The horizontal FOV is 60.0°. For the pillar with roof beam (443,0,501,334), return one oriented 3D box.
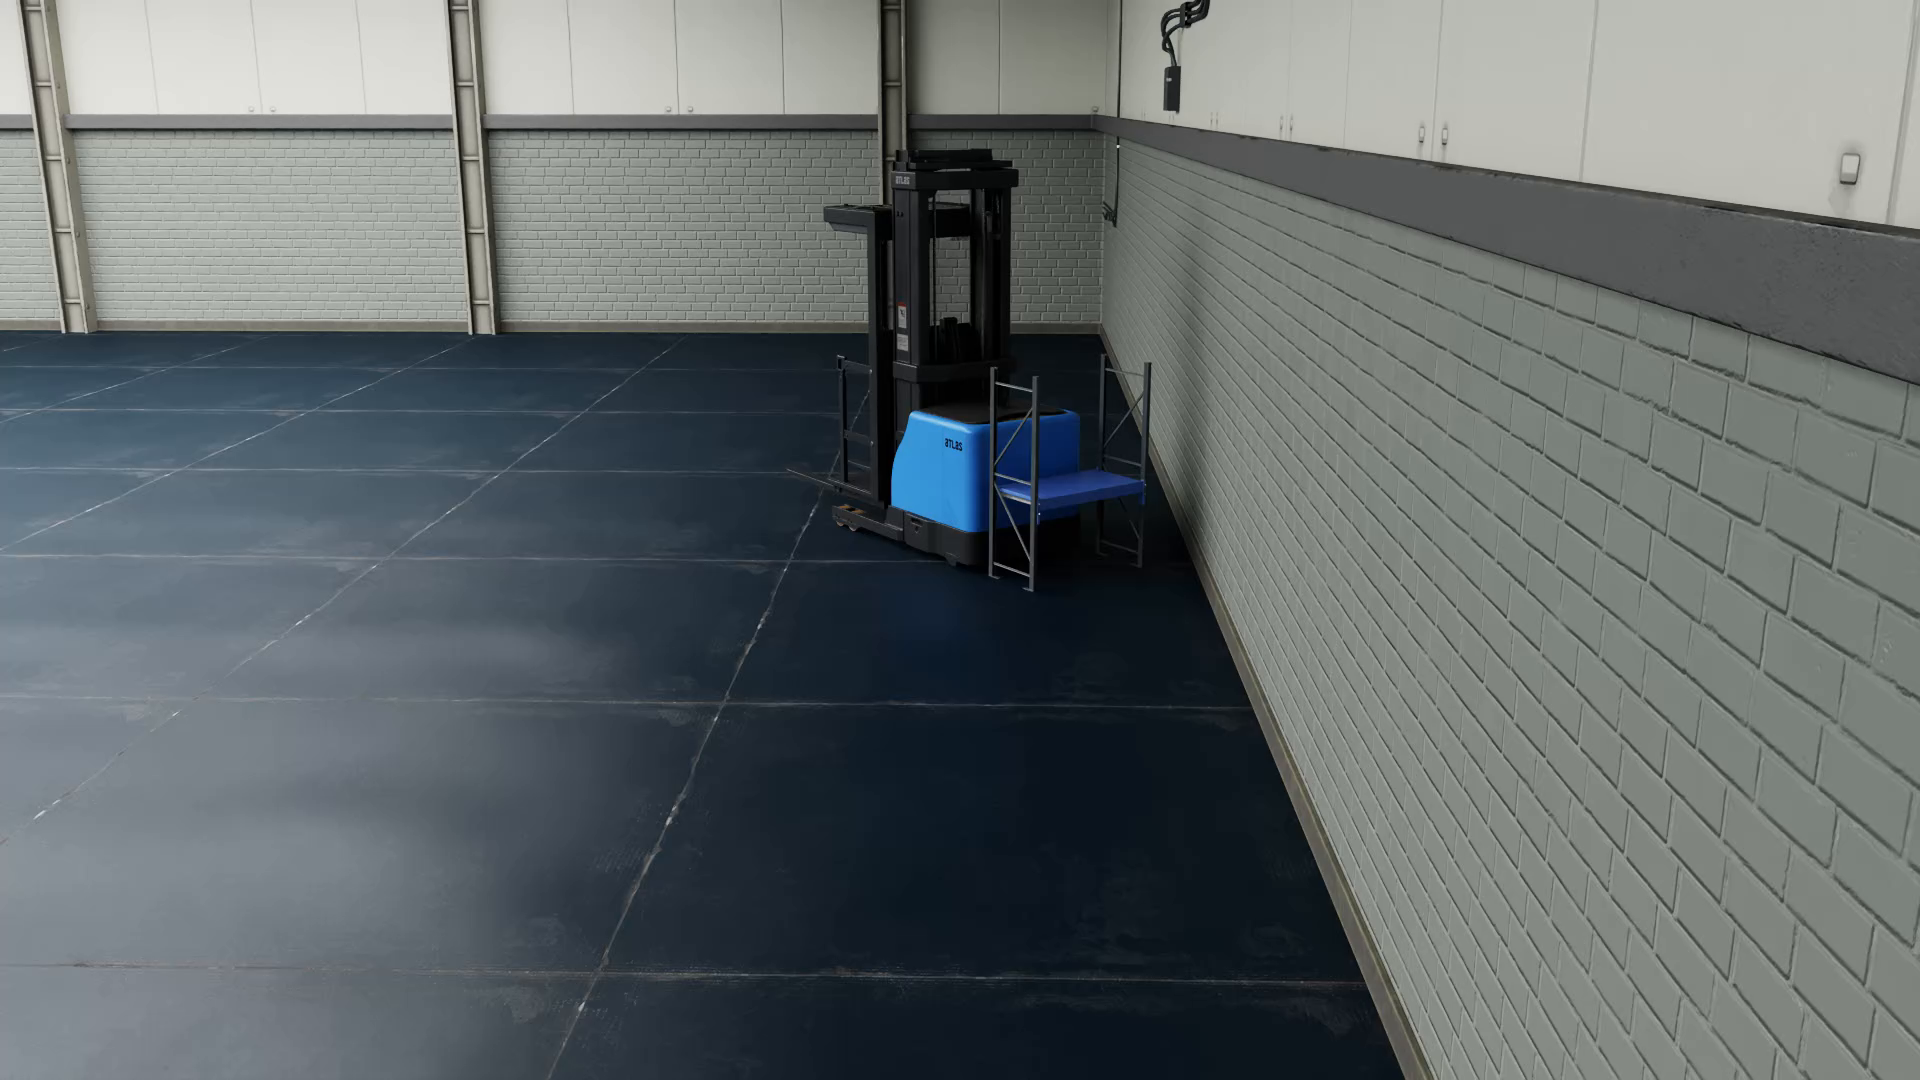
[{"bbox_3d":[-7.051,-6.281,19.006,0.400,9.000,9.100,0,15,1],"label":"pillar with roof beam"}]

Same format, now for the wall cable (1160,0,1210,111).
[{"bbox_3d":[1.710,-6.207,12.058,0.169,6.003,2.305,0,15,1],"label":"wall cable"}]

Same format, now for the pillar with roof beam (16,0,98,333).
[{"bbox_3d":[-13.049,-6.320,19.154,0.400,9.000,9.100,0,15,1],"label":"pillar with roof beam"}]

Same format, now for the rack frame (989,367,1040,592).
[{"bbox_3d":[0.370,-0.417,11.475,0.032,1.500,0.500,-11,19,-36],"label":"rack frame"}]

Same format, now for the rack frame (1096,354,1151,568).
[{"bbox_3d":[1.181,-0.574,12.067,0.032,1.500,0.500,-11,19,-36],"label":"rack frame"}]

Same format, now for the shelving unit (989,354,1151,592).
[{"bbox_3d":[0.775,-0.495,11.771,1.048,1.500,0.538,-11,19,-36],"label":"shelving unit"}]

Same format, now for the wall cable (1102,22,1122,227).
[{"bbox_3d":[1.968,-5.482,22.064,0.112,2.526,3.097,0,15,1],"label":"wall cable"}]

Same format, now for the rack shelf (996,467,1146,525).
[{"bbox_3d":[0.775,-0.322,11.818,1.000,0.185,0.538,-11,19,-36],"label":"rack shelf"}]

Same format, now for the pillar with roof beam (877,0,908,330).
[{"bbox_3d":[-1.053,-6.242,18.858,0.400,9.000,9.100,0,15,1],"label":"pillar with roof beam"}]

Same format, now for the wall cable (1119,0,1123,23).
[{"bbox_3d":[1.899,-7.234,18.805,0.112,2.526,3.097,0,15,1],"label":"wall cable"}]

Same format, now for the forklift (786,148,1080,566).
[{"bbox_3d":[-0.360,-1.549,12.965,1.130,2.935,3.031,-10,18,-34],"label":"forklift"}]
